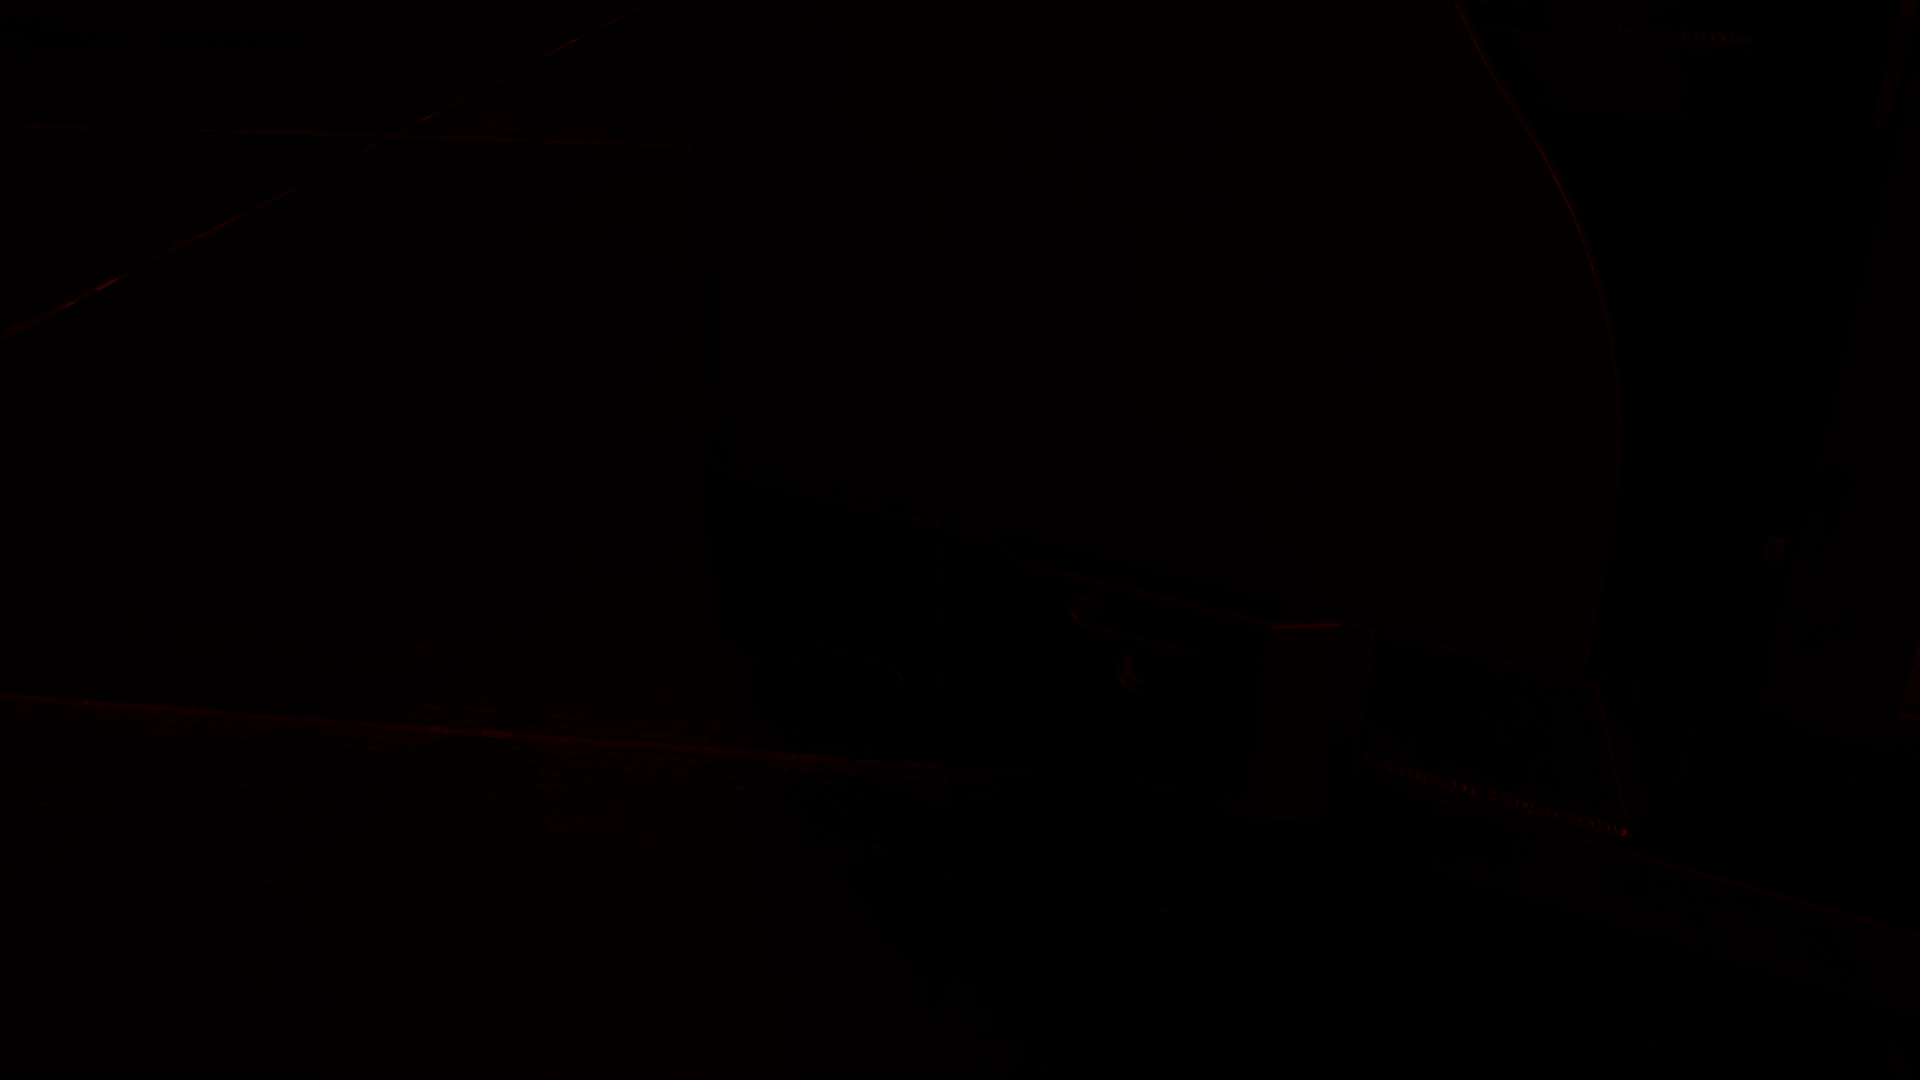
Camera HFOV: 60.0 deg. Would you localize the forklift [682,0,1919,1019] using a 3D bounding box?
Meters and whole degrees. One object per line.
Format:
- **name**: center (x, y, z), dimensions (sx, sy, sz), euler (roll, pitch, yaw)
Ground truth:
- **forklift**: center (1.225, -1.010, 1.242), dimensions (3.031, 2.935, 1.130), euler (14, 30, 26)
